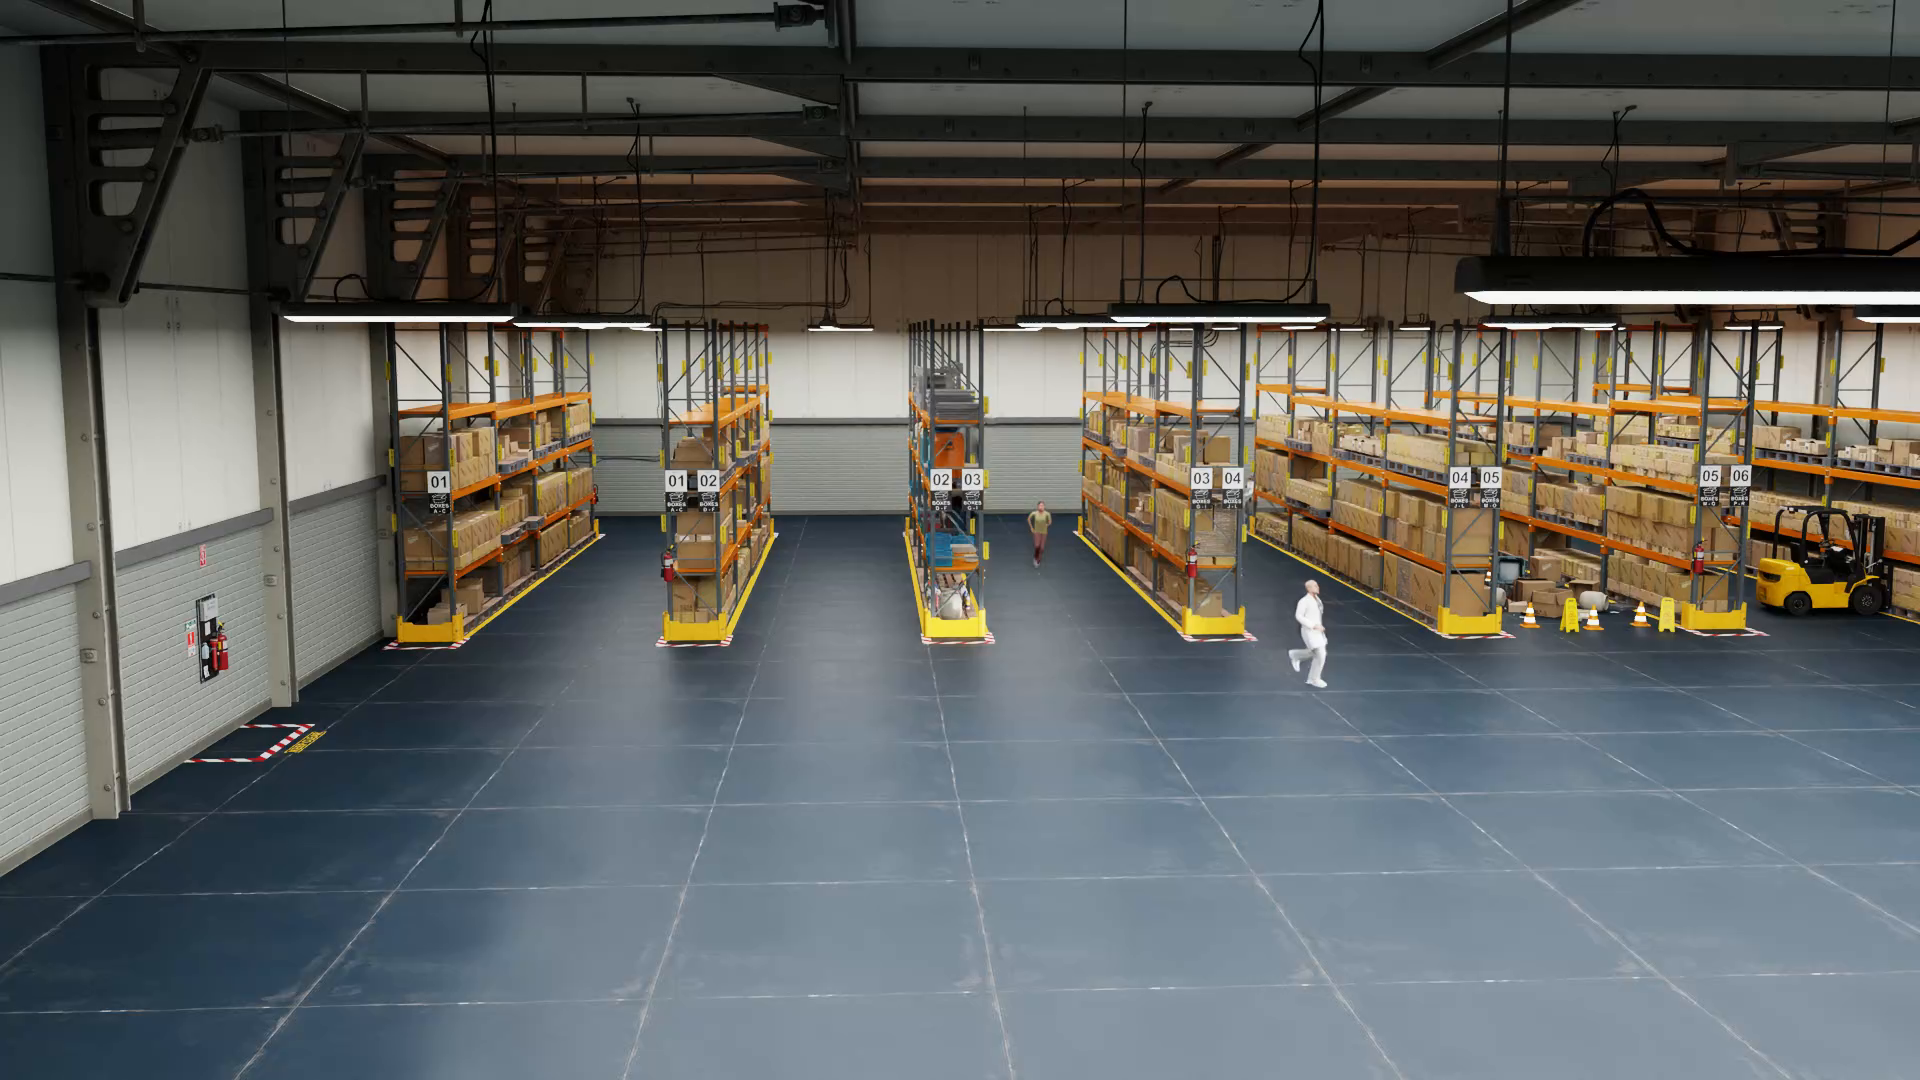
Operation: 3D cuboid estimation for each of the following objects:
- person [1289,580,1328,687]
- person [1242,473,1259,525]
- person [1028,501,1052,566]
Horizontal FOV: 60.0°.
[{"bbox_3d":[5.712,1.516,27.261,0.713,1.733,0.742,4,8,31],"label":"person"},{"bbox_3d":[8.600,-1.139,49.171,0.776,1.683,0.656,1,7,6],"label":"person"},{"bbox_3d":[1.978,-0.140,40.902,0.574,1.606,0.646,-1,7,-7],"label":"person"}]
